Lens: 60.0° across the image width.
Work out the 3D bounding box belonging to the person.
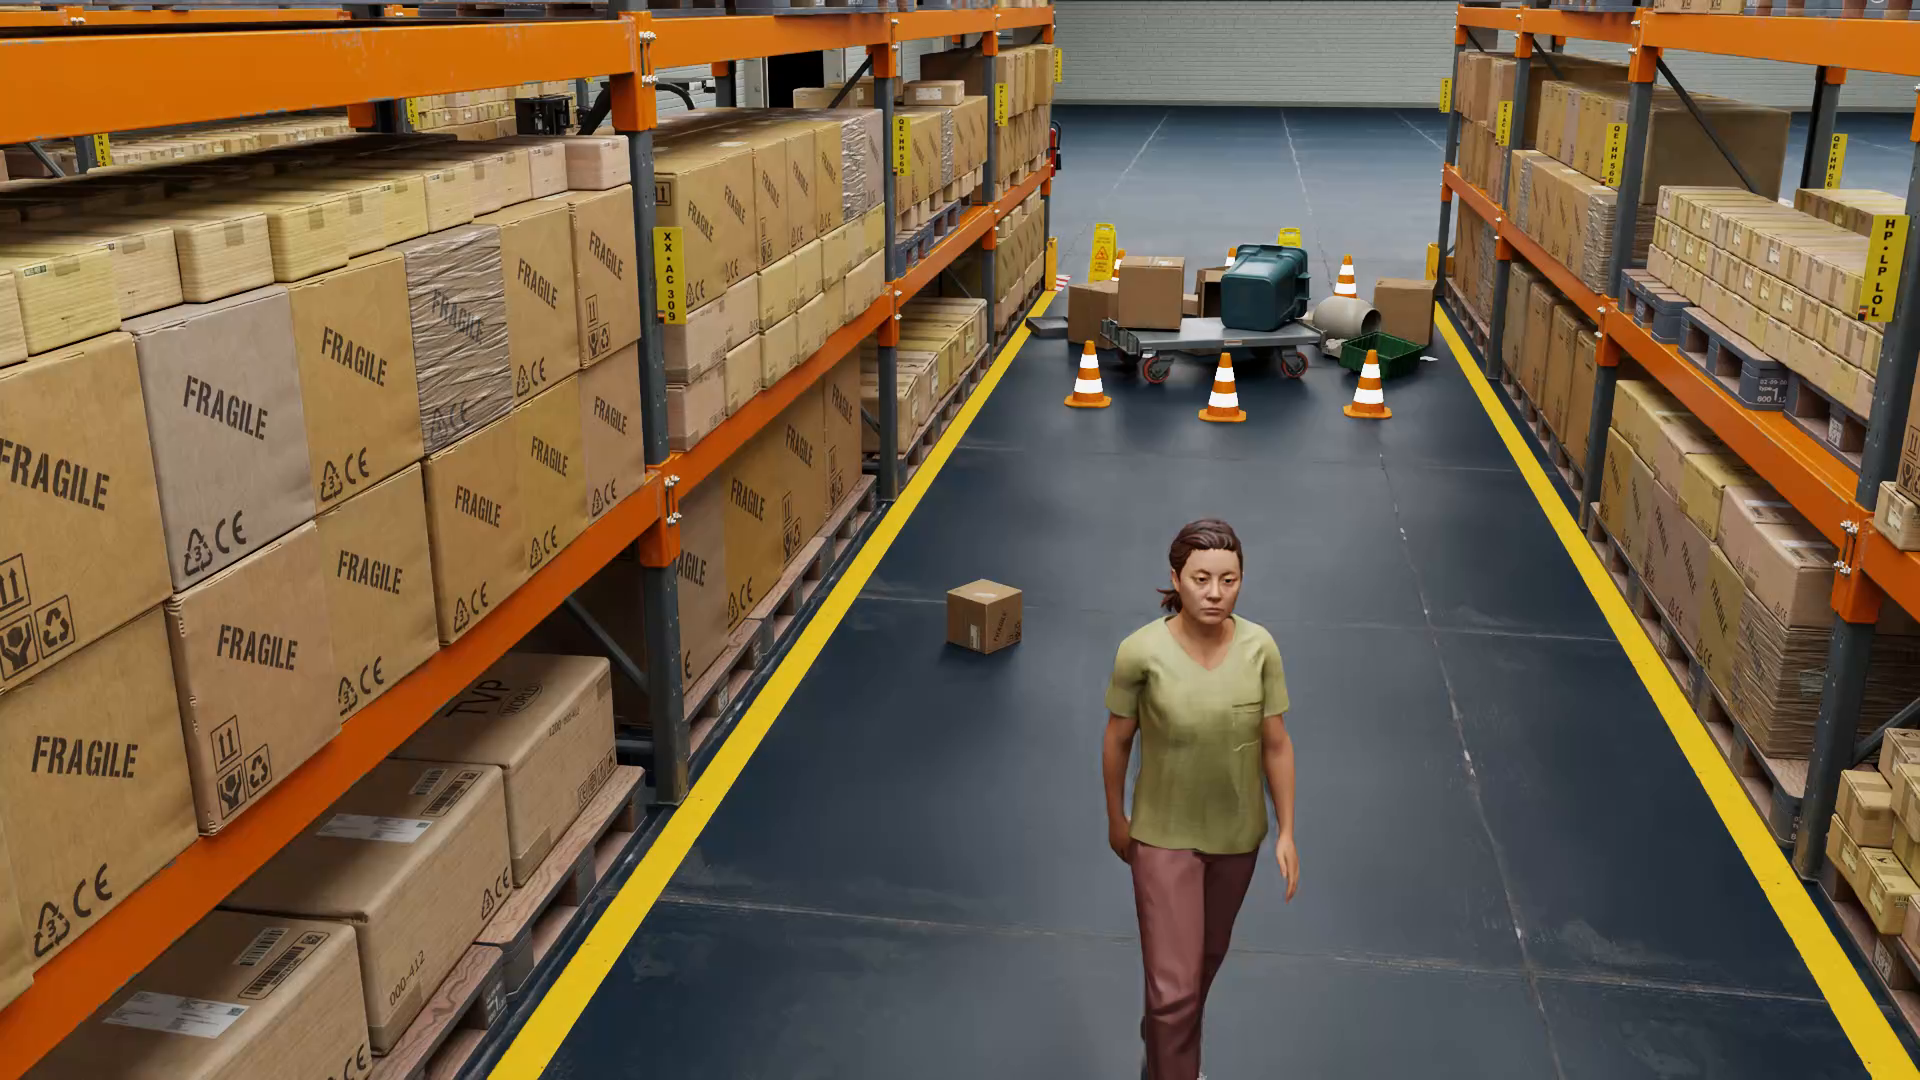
[{"bbox_3d":[0.618,0.791,4.135,0.454,1.703,0.714,-4,18,-12],"label":"person"}]
